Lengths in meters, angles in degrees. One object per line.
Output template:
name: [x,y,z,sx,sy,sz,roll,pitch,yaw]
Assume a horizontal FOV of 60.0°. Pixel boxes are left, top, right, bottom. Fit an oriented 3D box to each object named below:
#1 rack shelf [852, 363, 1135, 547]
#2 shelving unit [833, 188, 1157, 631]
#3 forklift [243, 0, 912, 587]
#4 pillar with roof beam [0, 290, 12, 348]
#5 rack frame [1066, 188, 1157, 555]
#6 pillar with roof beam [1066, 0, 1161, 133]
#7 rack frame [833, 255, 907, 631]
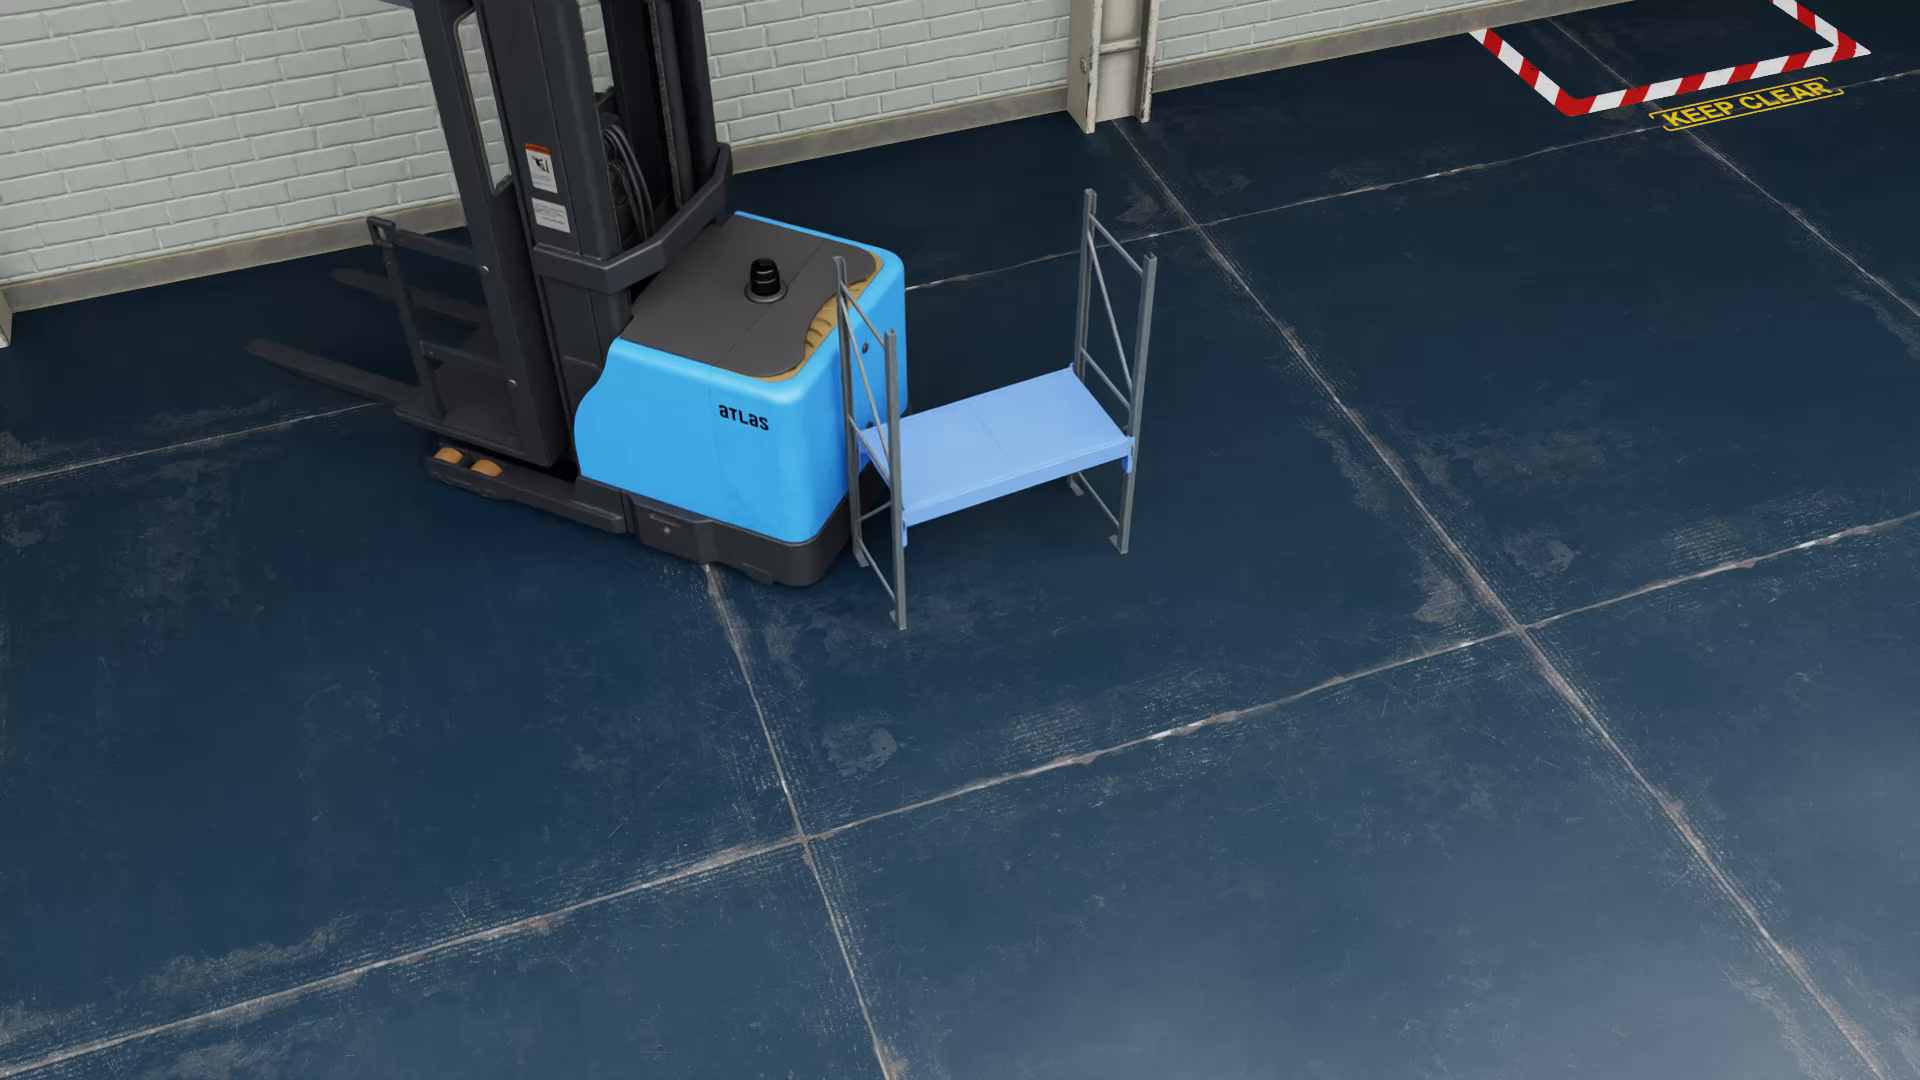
rack shelf: [0.126,-0.352,6.605,1.000,0.185,0.538,-18,48,-17]
shelving unit: [0.126,-0.479,6.478,1.048,1.500,0.538,-18,48,-17]
forklift: [-1.774,-1.544,6.529,3.031,2.935,1.130,17,48,17]
pillar with roof beam: [-3.343,-1.297,1.999,0.400,9.000,9.100,-14,47,-14]
rack frame: [0.586,-0.632,6.630,0.032,1.500,0.500,-18,48,-17]
pillar with roof beam: [2.301,-2.740,3.437,0.400,9.000,9.100,-14,47,-14]
rack frame: [-0.334,-0.326,6.326,0.032,1.500,0.500,-18,48,-17]
